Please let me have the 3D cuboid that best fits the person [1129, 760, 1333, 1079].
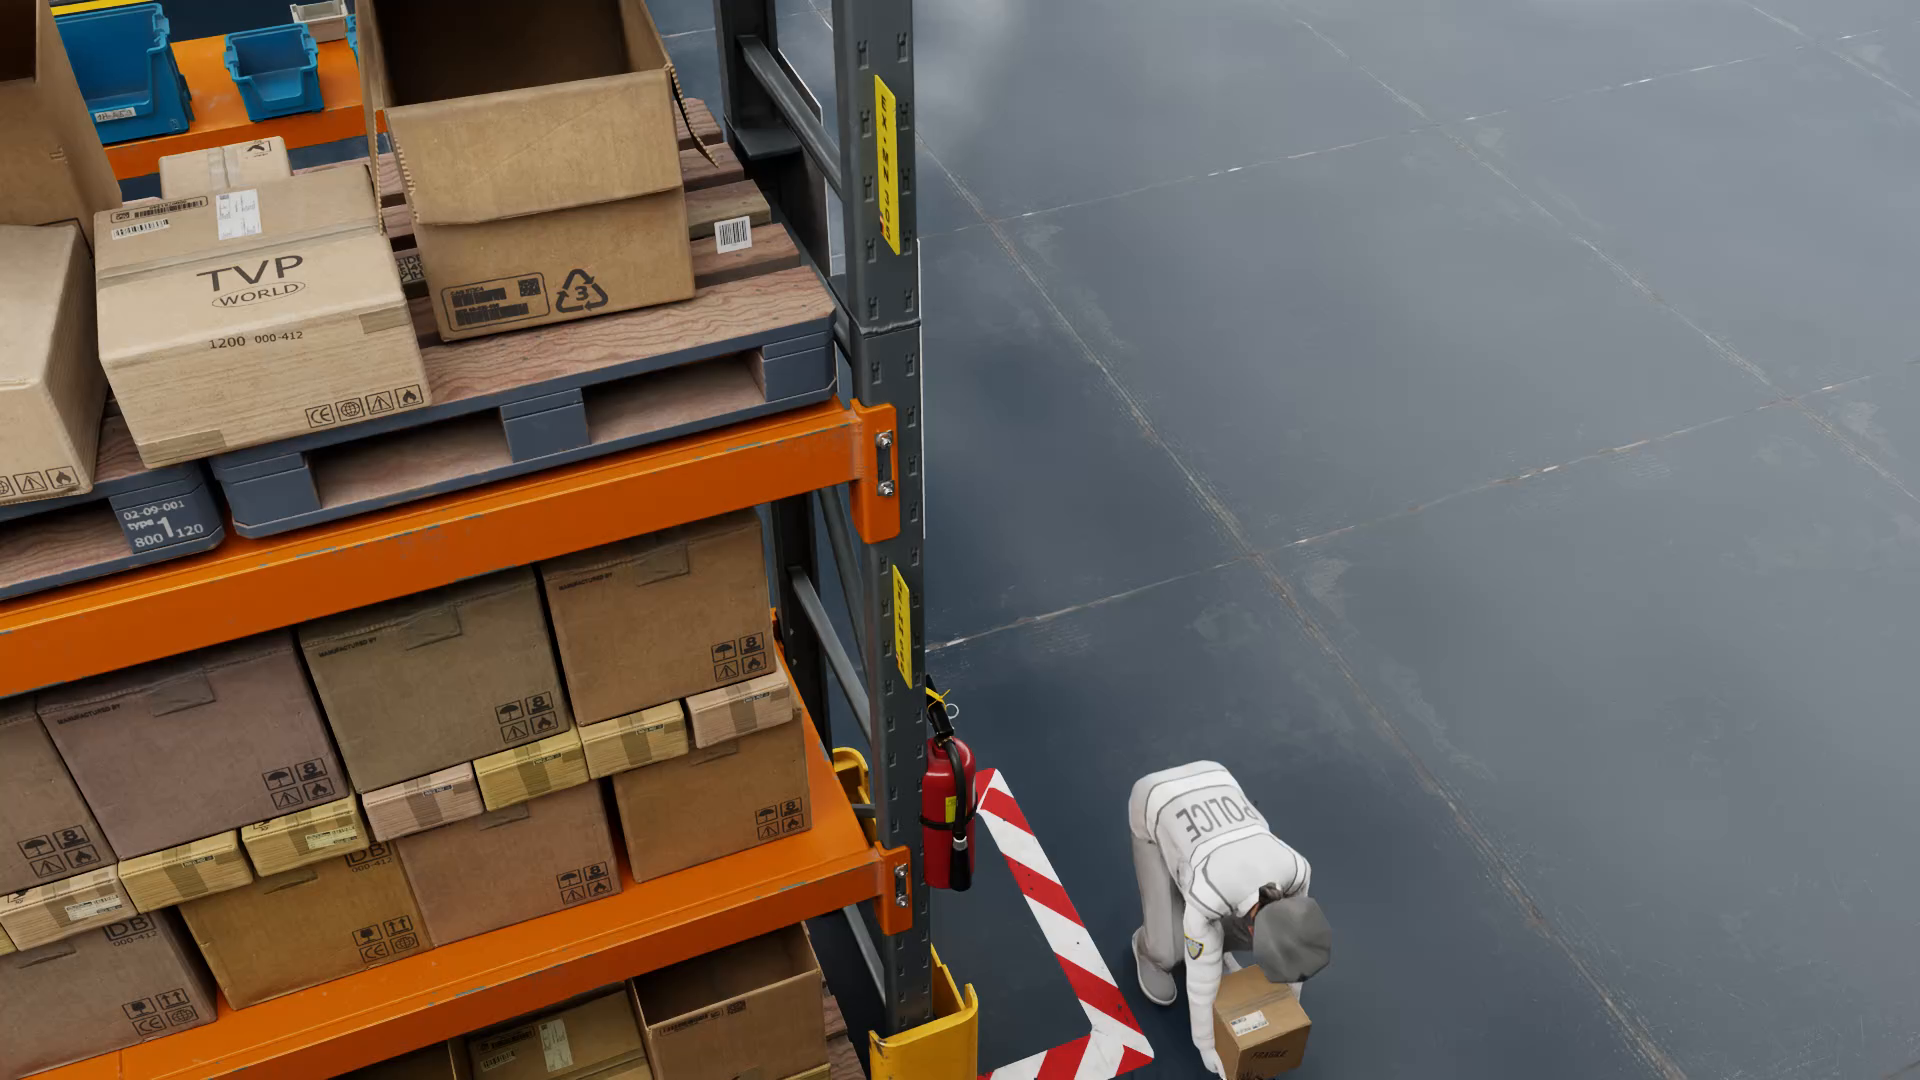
[{"bbox_3d":[0.830,1.218,5.313,0.453,0.990,0.907,-12,43,-13],"label":"person"}]
